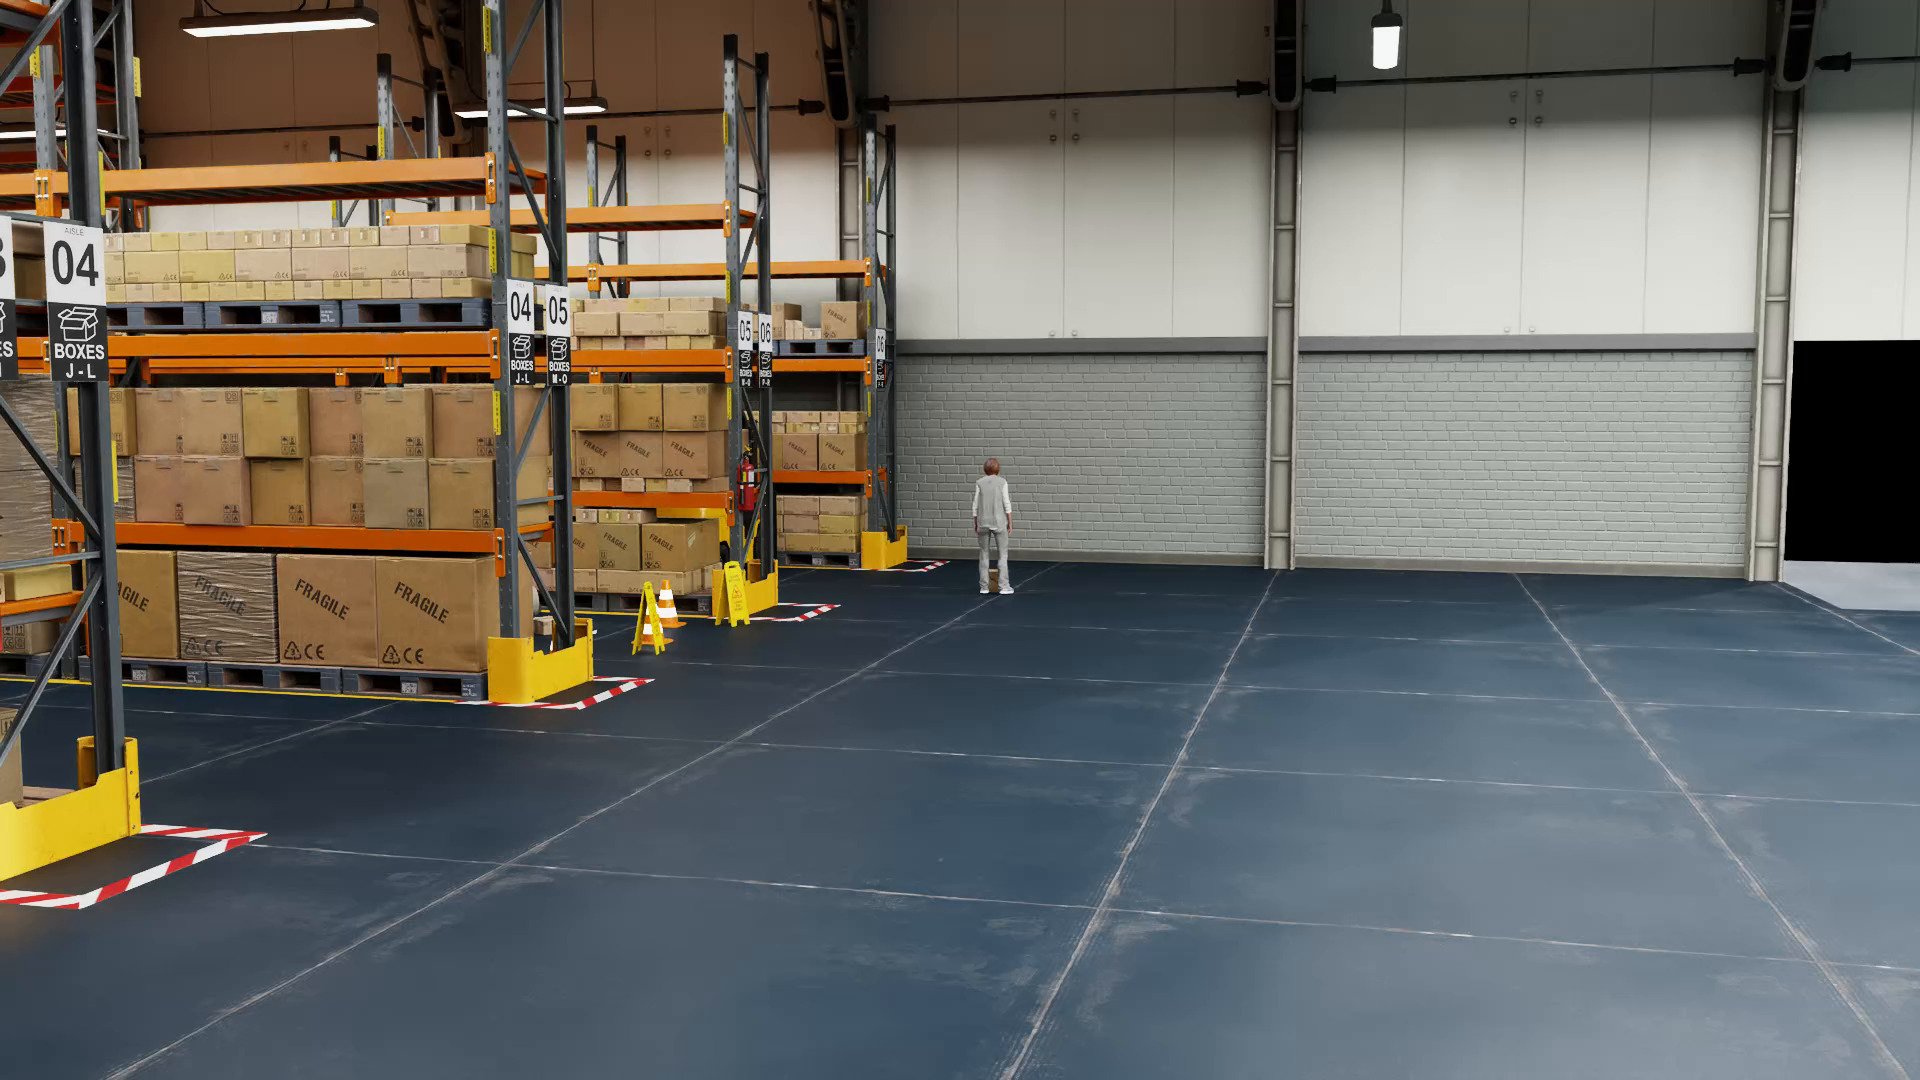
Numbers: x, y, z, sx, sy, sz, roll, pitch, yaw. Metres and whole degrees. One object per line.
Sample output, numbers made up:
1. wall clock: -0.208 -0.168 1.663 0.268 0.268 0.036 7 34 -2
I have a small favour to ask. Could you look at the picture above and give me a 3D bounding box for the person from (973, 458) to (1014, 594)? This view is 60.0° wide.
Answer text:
1. person: 0.382 -0.162 19.465 0.465 1.592 0.348 1 5 13
